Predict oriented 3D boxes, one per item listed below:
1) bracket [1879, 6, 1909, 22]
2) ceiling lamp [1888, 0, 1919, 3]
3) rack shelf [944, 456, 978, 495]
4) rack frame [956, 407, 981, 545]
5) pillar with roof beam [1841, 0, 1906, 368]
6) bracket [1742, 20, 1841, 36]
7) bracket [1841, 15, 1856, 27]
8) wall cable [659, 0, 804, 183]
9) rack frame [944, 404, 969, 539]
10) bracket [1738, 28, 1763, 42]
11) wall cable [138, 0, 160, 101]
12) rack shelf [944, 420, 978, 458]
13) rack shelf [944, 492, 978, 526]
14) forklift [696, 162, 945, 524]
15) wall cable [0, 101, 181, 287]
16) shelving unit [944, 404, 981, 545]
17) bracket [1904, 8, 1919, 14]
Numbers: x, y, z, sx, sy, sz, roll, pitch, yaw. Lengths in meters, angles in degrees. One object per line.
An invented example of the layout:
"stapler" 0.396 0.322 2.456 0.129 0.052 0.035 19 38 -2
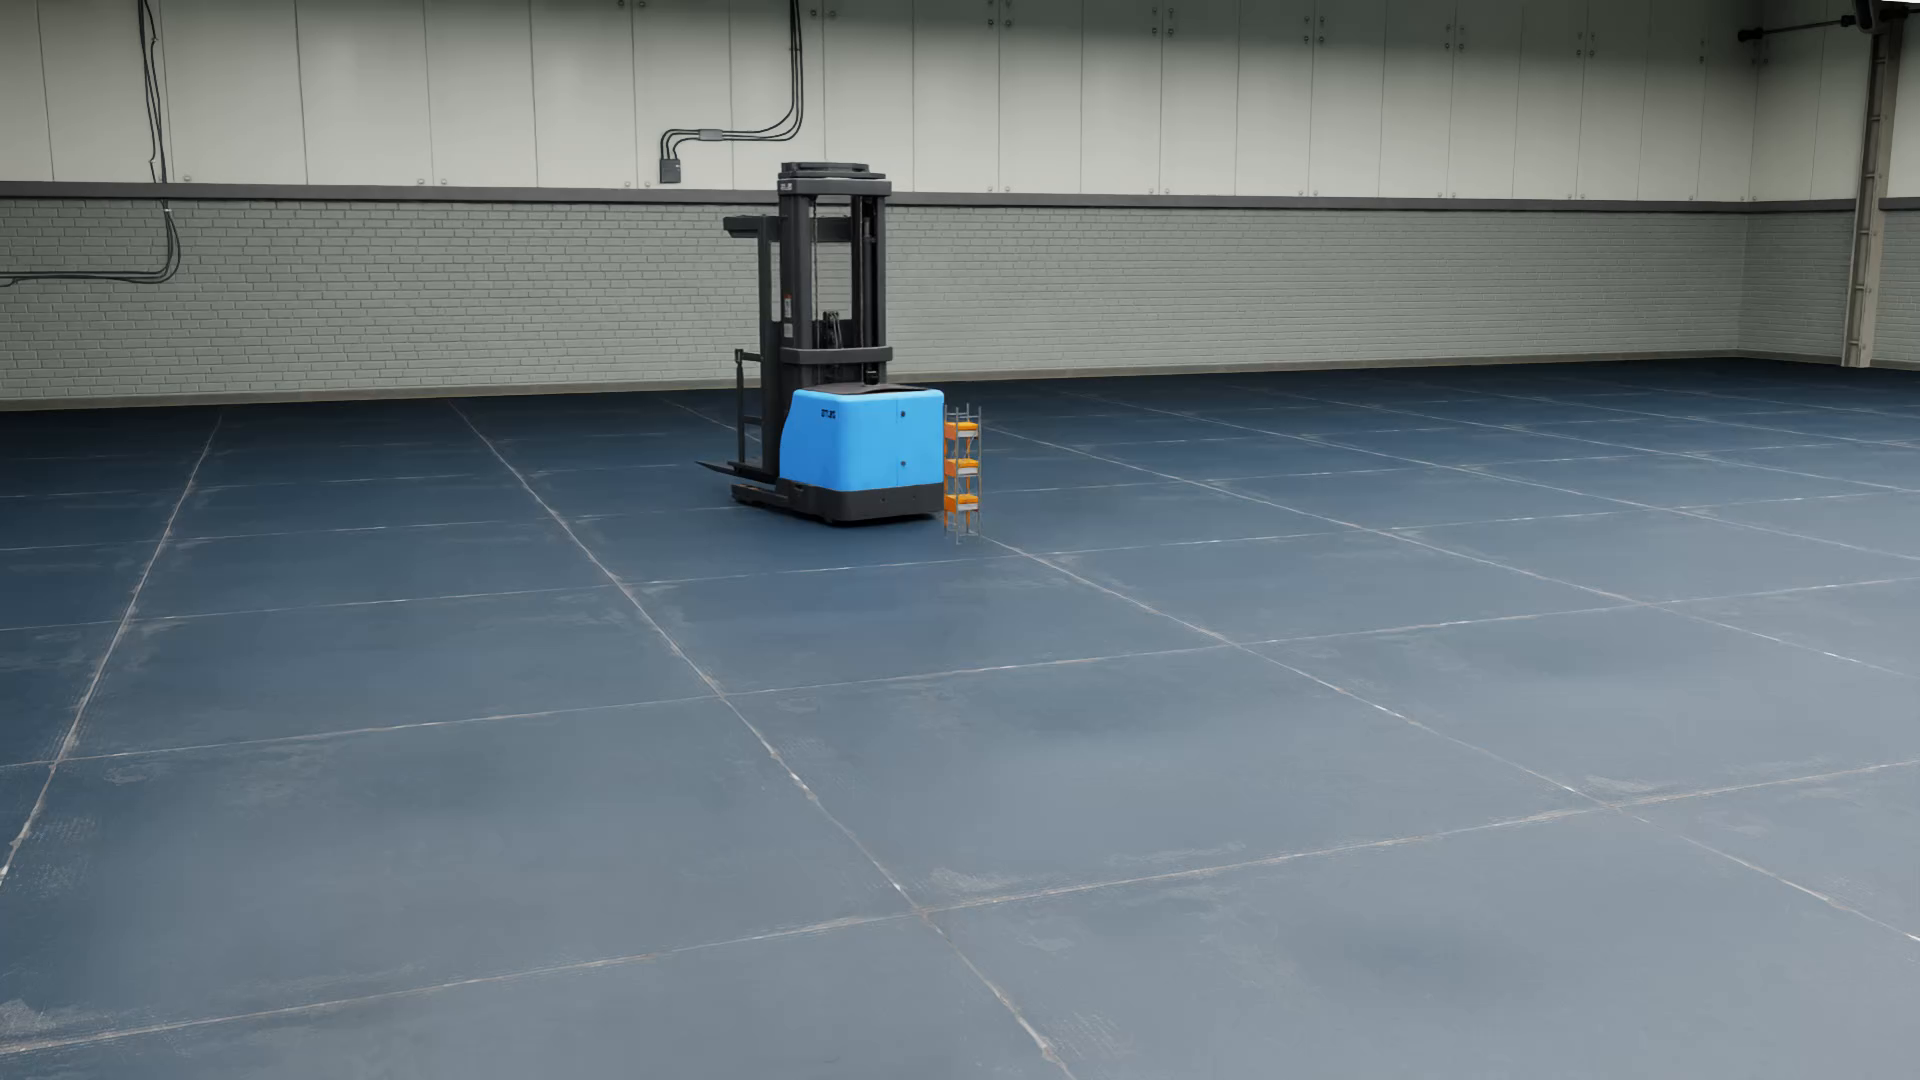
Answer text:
"bracket" 16.638 -9.367 29.608 0.235 0.232 0.430 -4 11 -21
"ceiling lamp" 13.595 -9.634 24.601 2.000 3.144 0.800 -4 11 -21
"rack shelf" 0.019 -0.498 12.781 0.215 0.259 0.240 -4 11 -21
"rack frame" 0.064 -0.488 12.667 0.200 1.050 0.008 -4 11 -21
"pillar with roof beam" 12.806 -7.412 28.895 9.100 9.000 0.548 -4 11 -21
"bracket" 15.692 -9.793 32.003 0.076 0.066 3.189 -4 11 -21
"bracket" 16.337 -9.503 30.370 0.235 0.232 0.430 -4 11 -21
"wall cable" -3.522 -8.525 25.443 2.305 6.003 0.169 -4 11 -21
"rack frame" -0.025 -0.528 12.891 0.200 1.050 0.008 -4 11 -21
"bracket" 15.478 -9.890 32.545 0.235 0.232 0.430 -4 11 -21
"wall cable" -9.855 -7.381 23.163 3.097 2.526 0.112 -4 11 -21
"rack shelf" 0.019 -0.777 12.731 0.215 0.259 0.240 -4 11 -21
"rack shelf" 0.019 -0.224 12.830 0.215 0.259 0.240 -4 11 -21
"forklift" -1.373 -1.787 14.598 1.130 2.935 3.031 -7 12 -34
"wall cable" -12.376 -4.722 22.640 3.097 2.526 0.112 -4 11 -21
"shelving unit" 0.019 -0.508 12.779 0.215 1.050 0.252 -4 11 -21
"bracket" 17.571 -8.947 27.244 0.076 0.066 4.783 -4 11 -21
